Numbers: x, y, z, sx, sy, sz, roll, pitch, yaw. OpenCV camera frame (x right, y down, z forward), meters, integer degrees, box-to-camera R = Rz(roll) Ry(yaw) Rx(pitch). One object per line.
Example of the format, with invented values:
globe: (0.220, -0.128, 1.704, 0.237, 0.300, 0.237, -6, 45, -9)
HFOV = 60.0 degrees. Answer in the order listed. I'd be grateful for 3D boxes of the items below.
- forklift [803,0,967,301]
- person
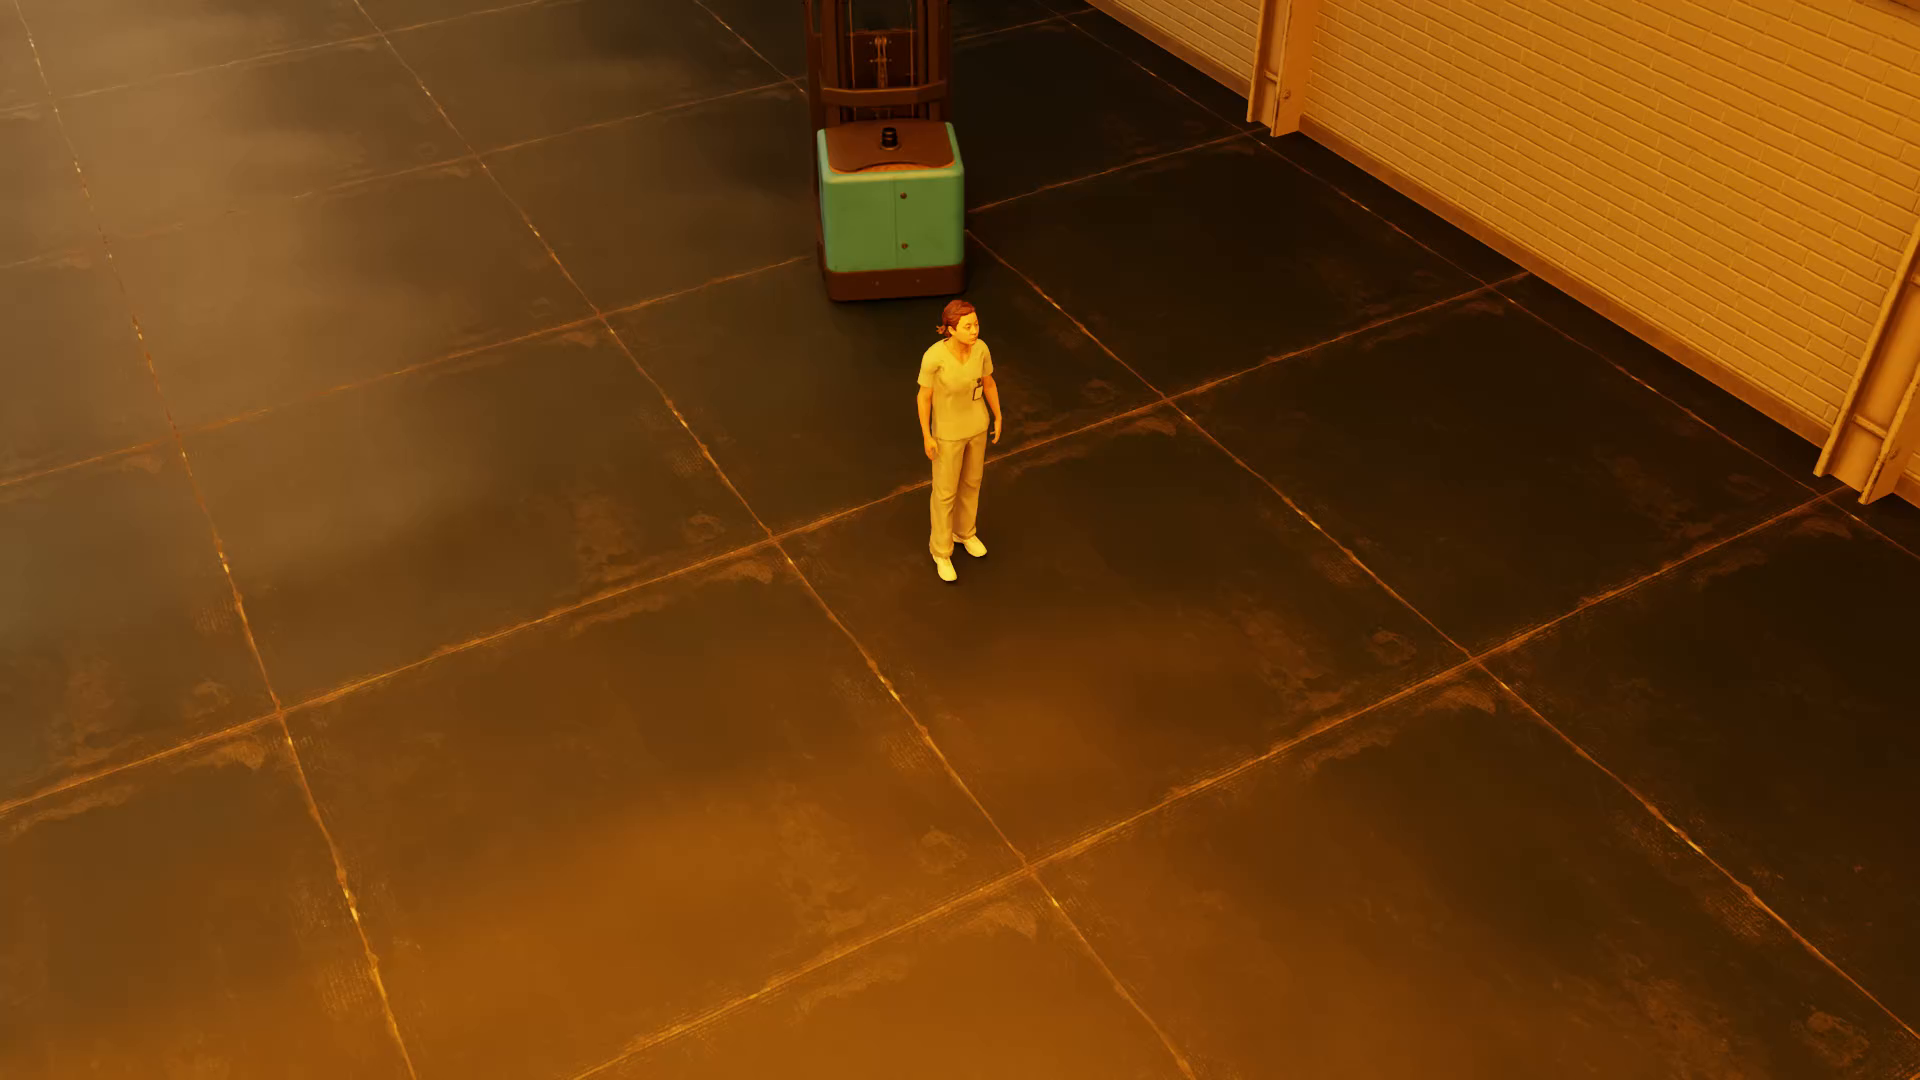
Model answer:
forklift: (-0.641, -3.841, 12.667, 1.130, 2.935, 3.031, -4, 40, -5)
person: (0.025, -0.605, 9.738, 0.549, 1.673, 0.548, -20, 44, -23)
